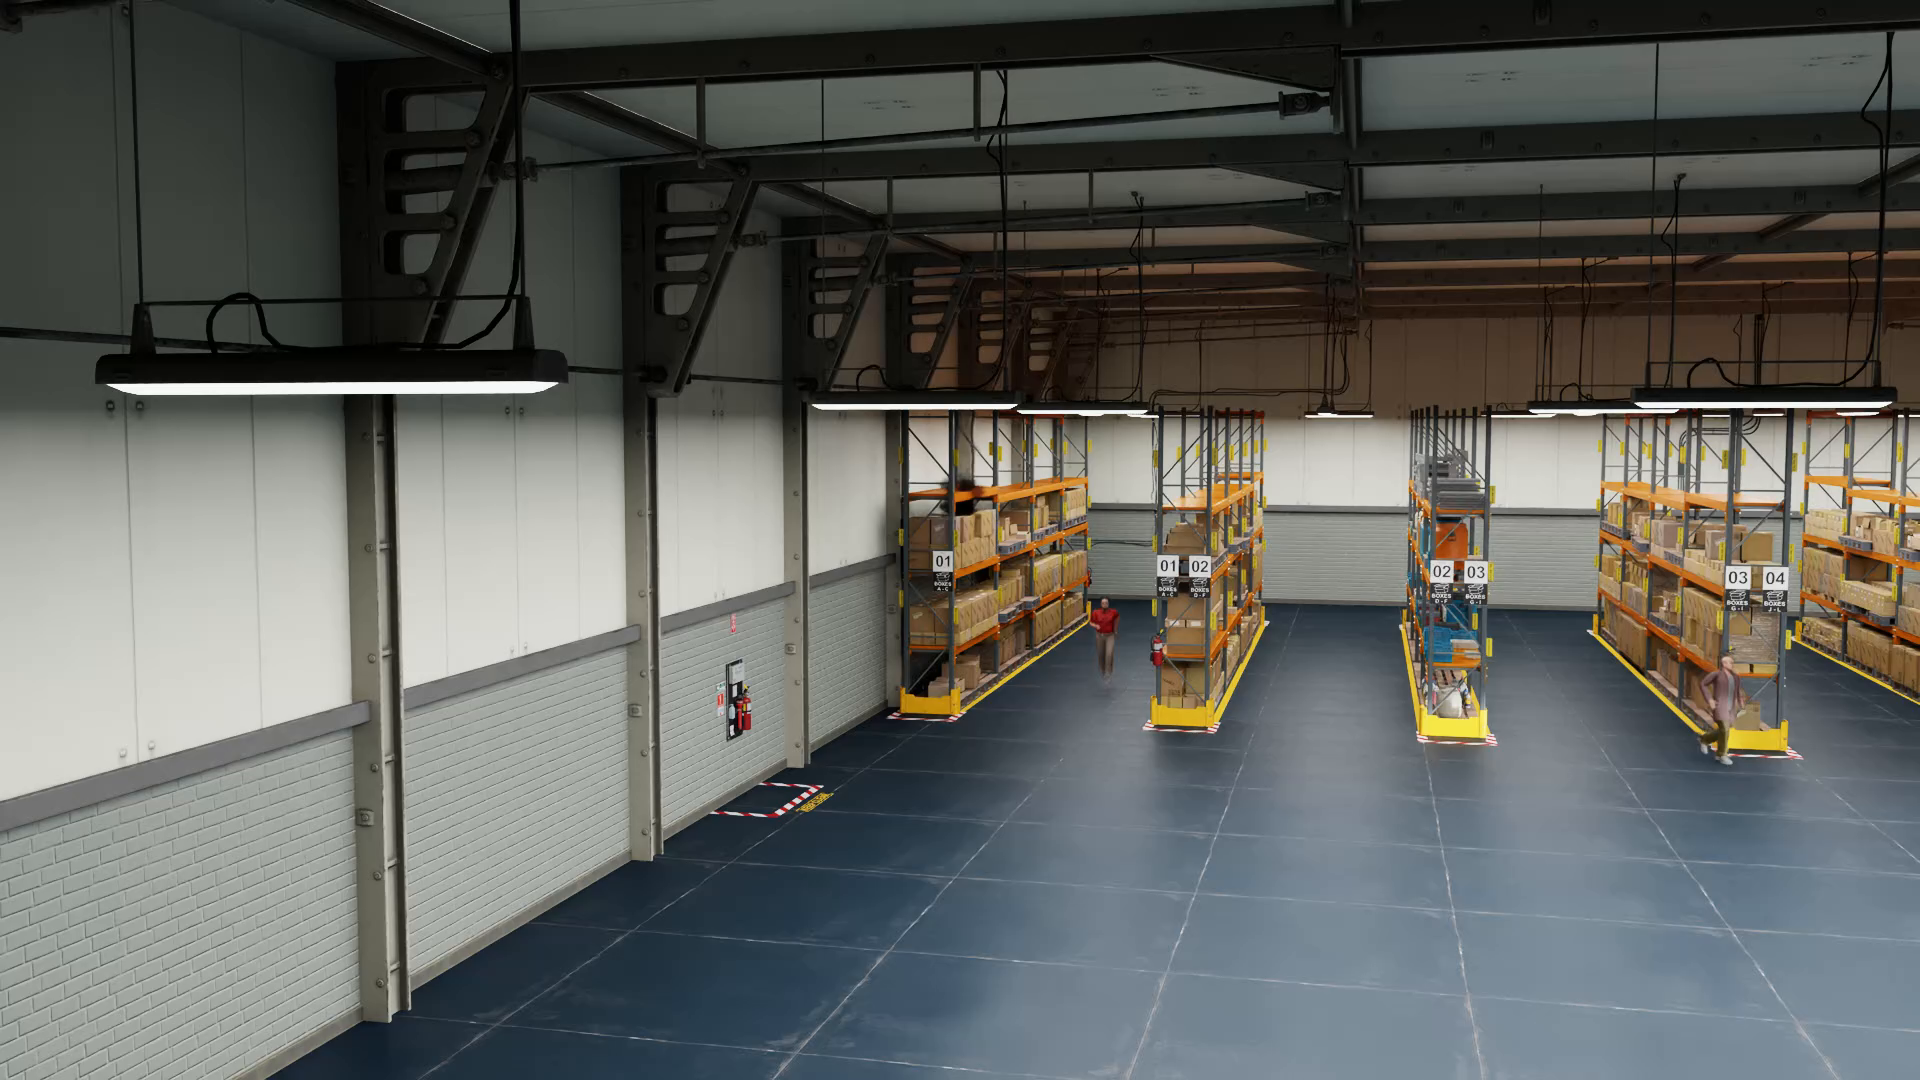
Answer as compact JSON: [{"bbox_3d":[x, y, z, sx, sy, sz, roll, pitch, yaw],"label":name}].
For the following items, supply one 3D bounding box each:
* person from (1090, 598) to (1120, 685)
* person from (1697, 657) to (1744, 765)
[{"bbox_3d":[3.039,2.095,35.017,0.608,1.780,0.876,1,4,10],"label":"person"},{"bbox_3d":[12.870,2.848,28.081,0.746,1.762,0.840,-1,4,-20],"label":"person"}]
